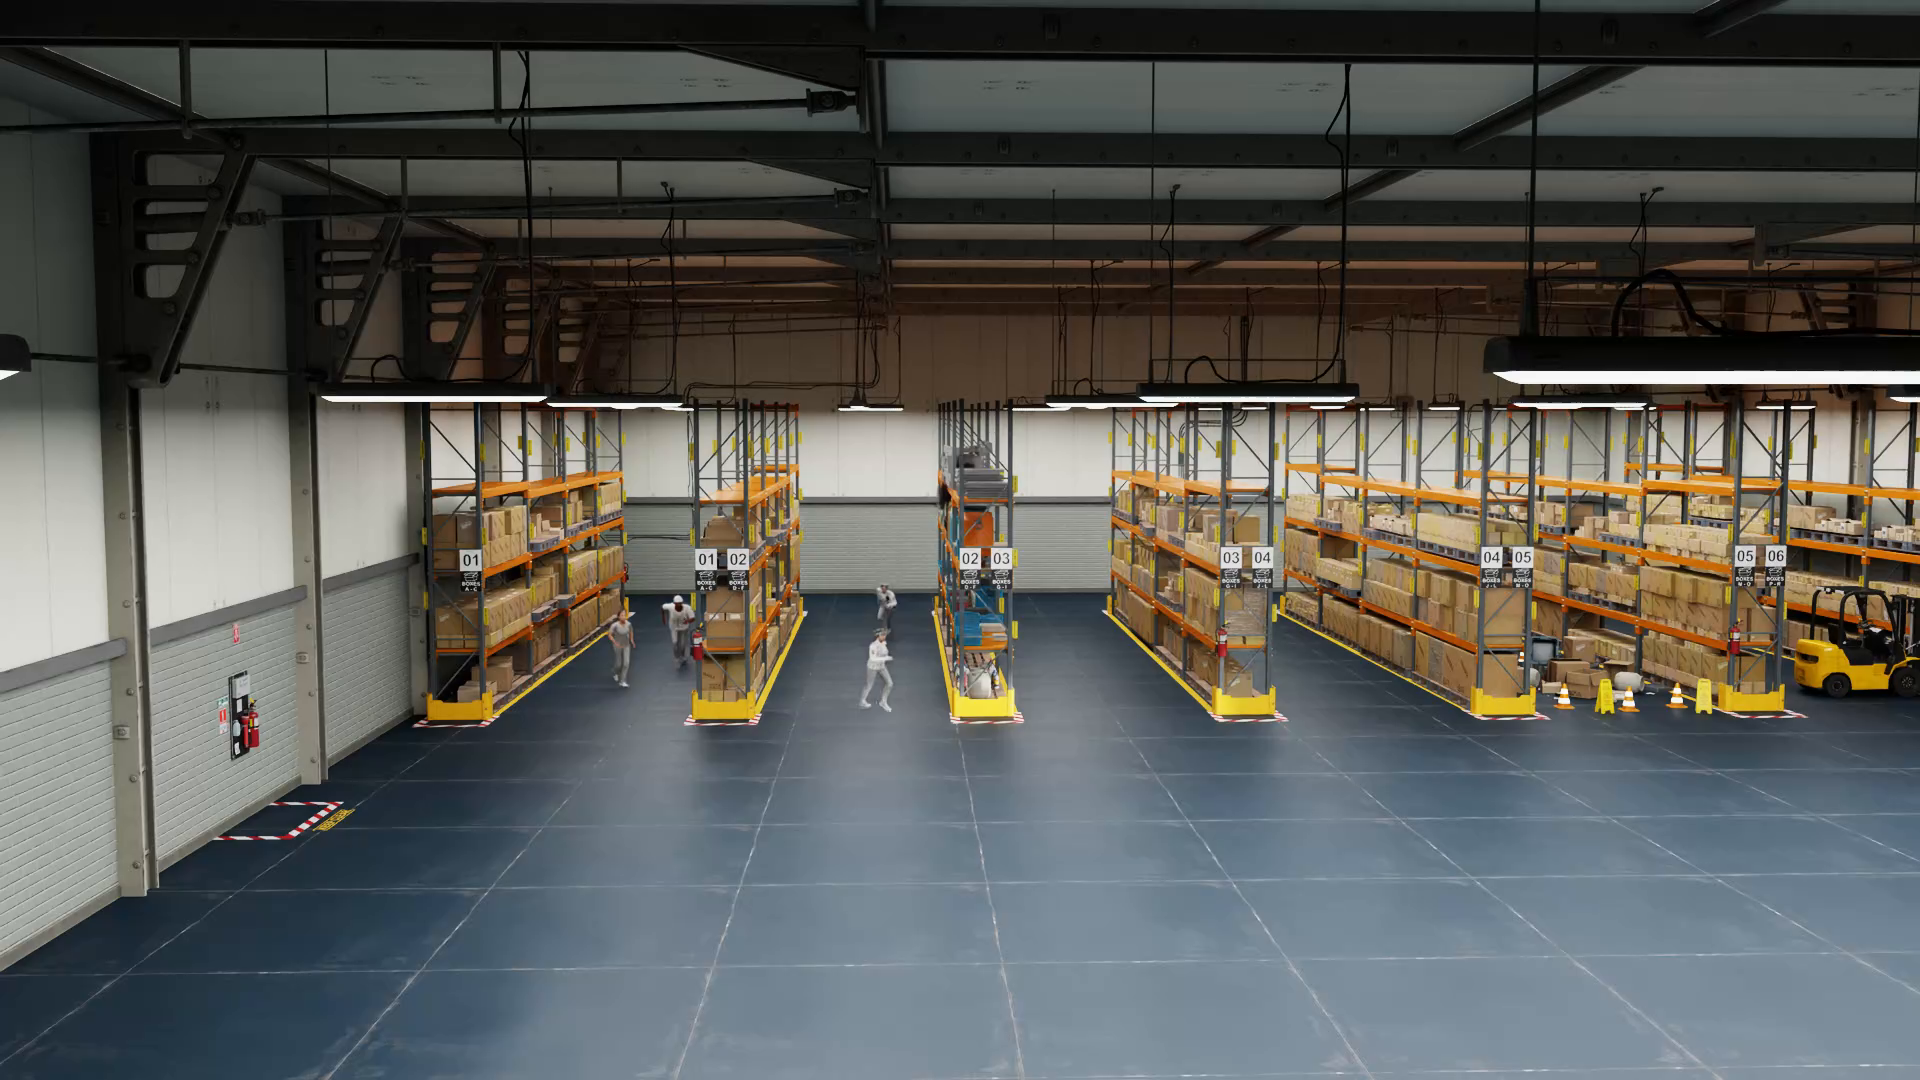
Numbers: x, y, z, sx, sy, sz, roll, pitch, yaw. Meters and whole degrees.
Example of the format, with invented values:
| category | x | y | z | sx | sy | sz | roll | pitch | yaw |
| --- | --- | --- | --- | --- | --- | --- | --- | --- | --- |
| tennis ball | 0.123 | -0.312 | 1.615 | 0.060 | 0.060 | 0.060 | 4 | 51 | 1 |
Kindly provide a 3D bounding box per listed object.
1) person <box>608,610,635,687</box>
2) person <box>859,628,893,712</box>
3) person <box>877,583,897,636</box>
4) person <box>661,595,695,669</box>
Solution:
| category | x | y | z | sx | sy | sz | roll | pitch | yaw |
| --- | --- | --- | --- | --- | --- | --- | --- | --- | --- |
| person | -7.164 | 2.262 | 35.046 | 0.566 | 1.619 | 0.725 | -2 | 5 | -29 |
| person | -1.611 | 2.477 | 31.918 | 0.531 | 1.636 | 0.920 | -4 | 6 | -43 |
| person | -1.850 | 1.781 | 42.593 | 0.608 | 1.443 | 1.078 | 1 | 4 | 14 |
| person | -6.368 | 2.067 | 37.615 | 0.756 | 1.716 | 1.019 | 0 | 4 | -5 |
